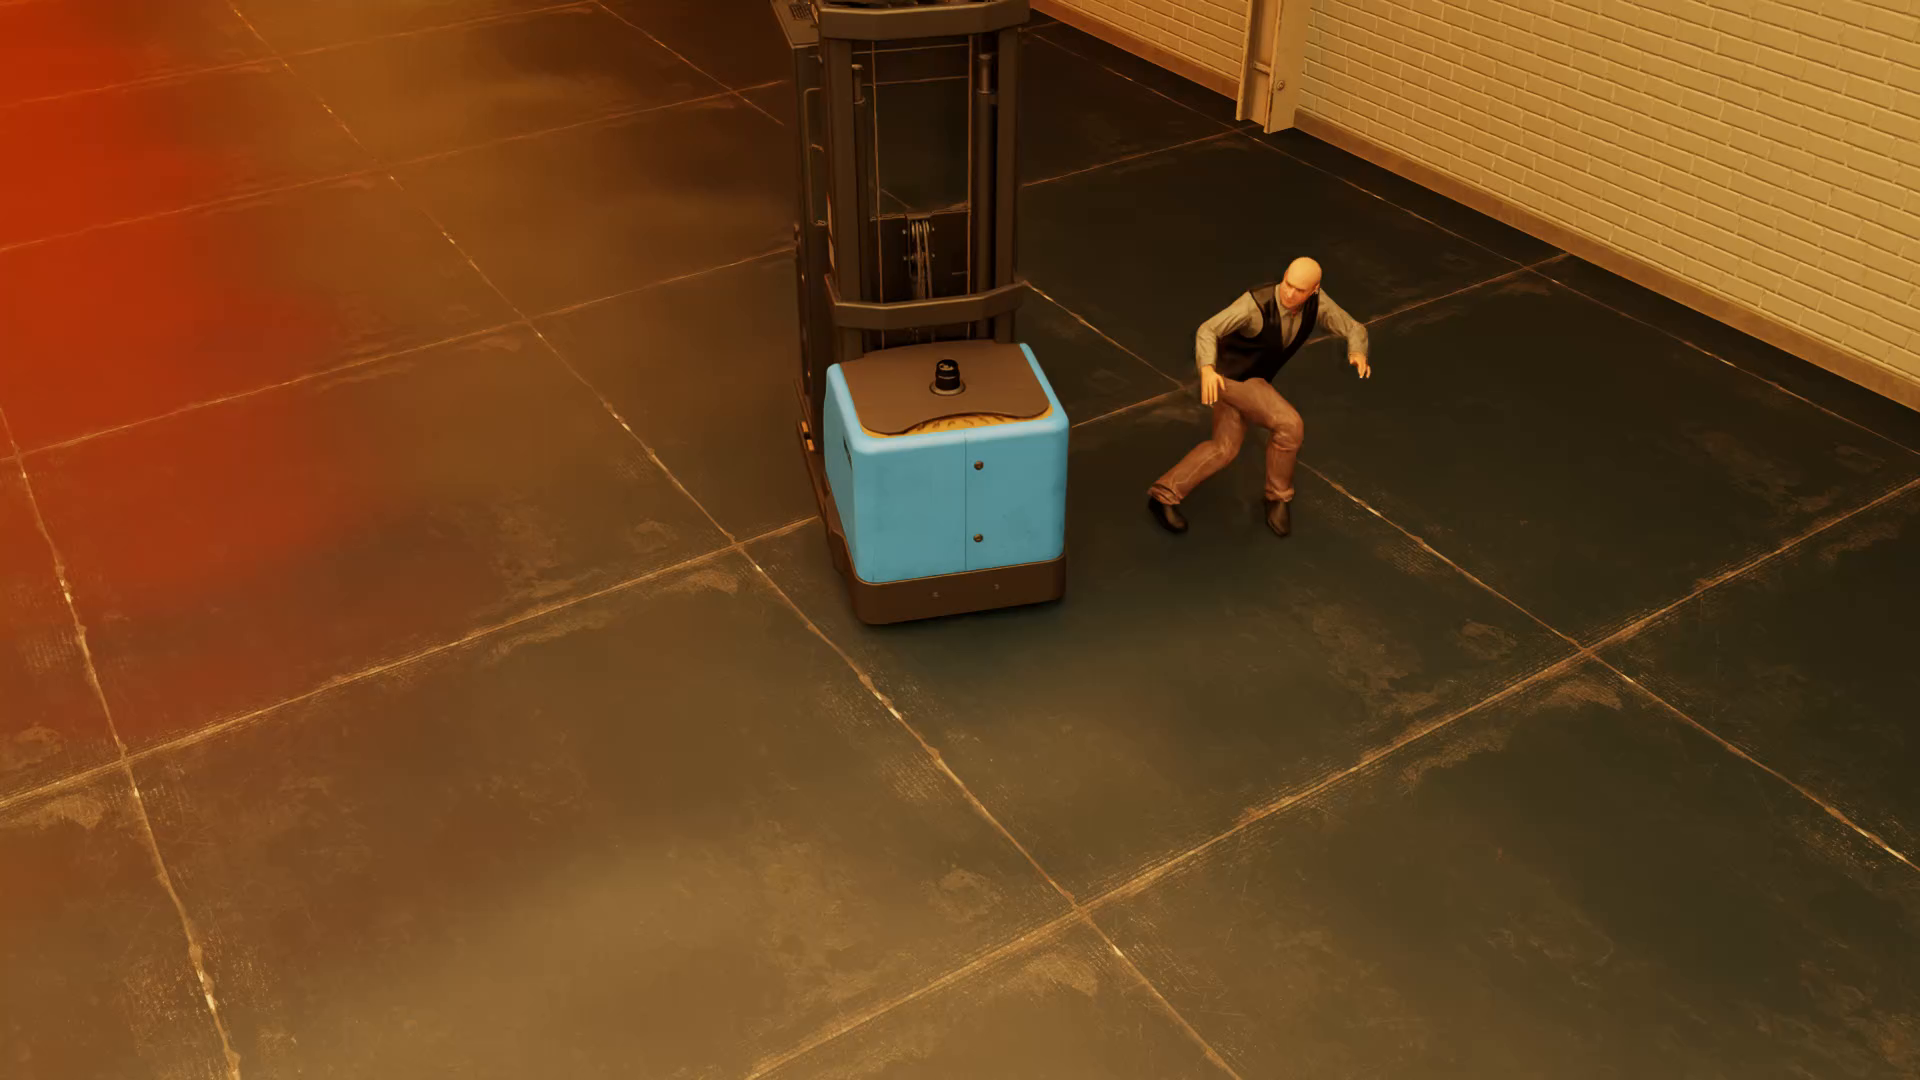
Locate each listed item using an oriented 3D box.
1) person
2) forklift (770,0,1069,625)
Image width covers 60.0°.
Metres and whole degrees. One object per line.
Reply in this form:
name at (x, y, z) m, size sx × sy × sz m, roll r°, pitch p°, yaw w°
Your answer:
person at (1.549, -0.717, 8.410) m, size 0.928 × 1.476 × 0.960 m, roll 28°, pitch 44°, yaw 34°
forklift at (-0.307, -1.636, 8.477) m, size 1.130 × 2.935 × 3.031 m, roll -8°, pitch 36°, yaw -11°
